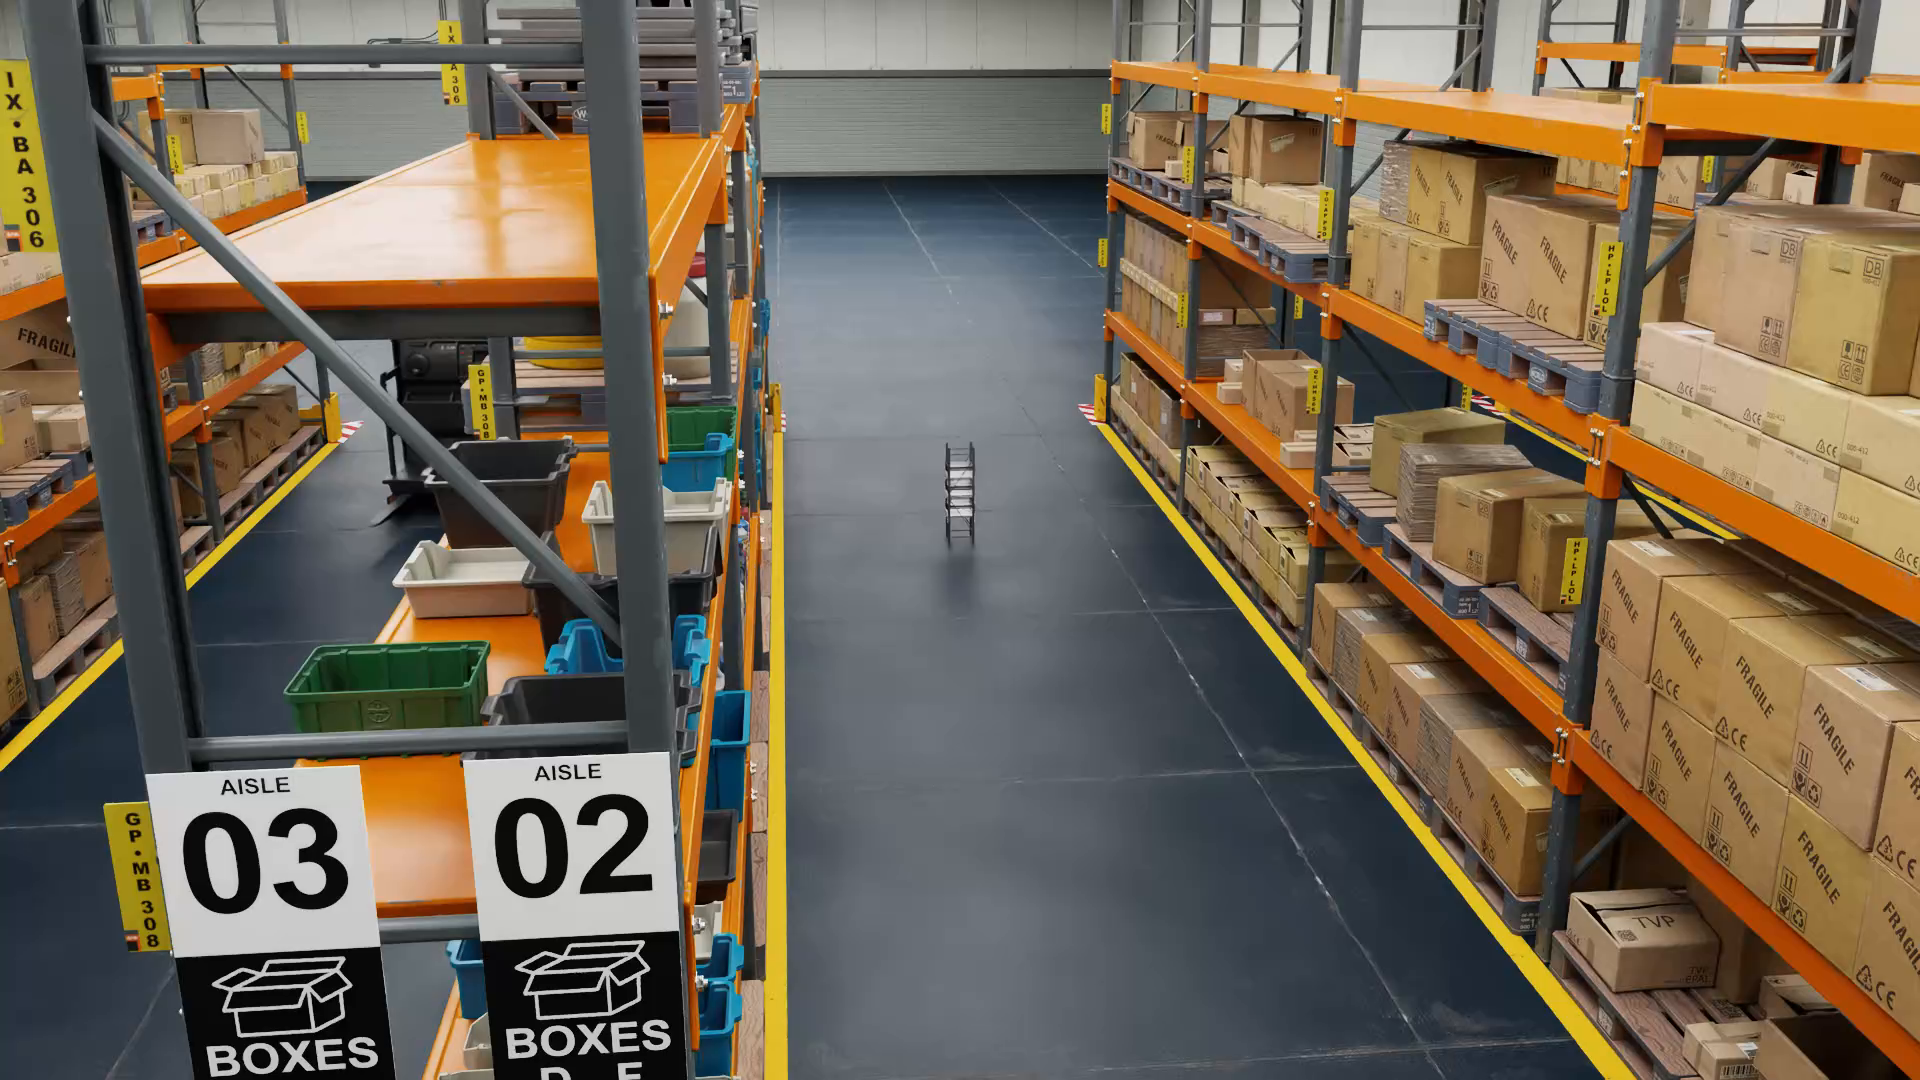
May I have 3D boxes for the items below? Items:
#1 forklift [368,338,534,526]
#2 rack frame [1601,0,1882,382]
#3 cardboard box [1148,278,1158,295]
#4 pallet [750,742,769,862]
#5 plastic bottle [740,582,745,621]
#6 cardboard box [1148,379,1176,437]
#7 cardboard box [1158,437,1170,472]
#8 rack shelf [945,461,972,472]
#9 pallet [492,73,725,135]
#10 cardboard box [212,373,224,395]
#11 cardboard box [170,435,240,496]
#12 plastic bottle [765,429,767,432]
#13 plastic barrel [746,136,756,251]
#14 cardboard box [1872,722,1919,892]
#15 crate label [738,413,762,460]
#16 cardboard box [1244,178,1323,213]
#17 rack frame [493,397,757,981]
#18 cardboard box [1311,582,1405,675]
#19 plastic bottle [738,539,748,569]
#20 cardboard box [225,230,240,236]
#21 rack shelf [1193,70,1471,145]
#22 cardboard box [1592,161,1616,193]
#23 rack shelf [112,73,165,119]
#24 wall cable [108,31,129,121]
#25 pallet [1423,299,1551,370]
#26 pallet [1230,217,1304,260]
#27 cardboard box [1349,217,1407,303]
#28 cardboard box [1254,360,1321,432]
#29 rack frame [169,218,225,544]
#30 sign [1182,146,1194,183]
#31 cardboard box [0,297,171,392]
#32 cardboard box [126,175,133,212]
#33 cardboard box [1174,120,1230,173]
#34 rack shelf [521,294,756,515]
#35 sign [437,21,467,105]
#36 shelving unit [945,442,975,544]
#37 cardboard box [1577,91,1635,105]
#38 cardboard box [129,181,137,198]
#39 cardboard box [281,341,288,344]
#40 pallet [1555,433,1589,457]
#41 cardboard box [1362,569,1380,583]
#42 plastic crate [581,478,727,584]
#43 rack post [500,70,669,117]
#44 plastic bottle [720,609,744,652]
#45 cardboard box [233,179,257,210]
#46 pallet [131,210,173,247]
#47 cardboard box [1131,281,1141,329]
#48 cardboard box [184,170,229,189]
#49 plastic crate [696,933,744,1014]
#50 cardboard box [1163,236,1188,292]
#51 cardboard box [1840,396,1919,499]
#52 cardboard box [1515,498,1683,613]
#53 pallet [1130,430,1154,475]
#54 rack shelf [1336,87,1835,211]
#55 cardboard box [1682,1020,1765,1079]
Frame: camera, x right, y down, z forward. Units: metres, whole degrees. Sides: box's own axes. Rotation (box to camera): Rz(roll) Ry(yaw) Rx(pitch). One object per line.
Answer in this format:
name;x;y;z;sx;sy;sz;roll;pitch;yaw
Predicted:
forklift;-4.977;-1.767;15.986;1.130;2.935;3.031;0;17;0
rack frame;3.445;-2.179;7.169;1.000;3.000;0.127;-2;18;-6
cardboard box;2.192;-2.668;17.491;0.380;0.149;0.250;-2;18;-5
pallet;-1.649;1.570;9.898;1.003;0.211;1.213;-2;18;-6
plastic bottle;-1.265;0.337;9.383;0.097;0.271;0.097;0;17;0
cardboard box;2.260;-1.377;17.264;0.500;0.500;0.500;-2;18;-6
cardboard box;2.313;-0.870;16.902;0.500;0.250;0.500;-2;18;-6
rack shelf;0.001;-0.653;15.037;0.258;0.077;0.200;-2;18;-6
pallet;-1.598;-1.992;7.555;1.003;0.211;1.213;-2;18;-6
cardboard box;-6.969;-1.424;15.198;0.380;0.149;0.250;-2;18;-6
cardboard box;-7.302;-0.694;15.926;0.500;0.500;0.500;4;18;12
plastic bottle;-2.064;-1.087;17.504;0.061;0.283;0.133;-1;17;-4
plastic barrel;-1.904;-2.685;12.948;0.600;0.901;0.708;-2;18;-6
cardboard box;3.427;0.921;5.473;0.500;0.500;0.500;-1;17;-4
crate label;-1.728;-0.678;12.344;0.502;0.435;0.616;-2;18;-6
cardboard box;2.734;-2.913;14.063;0.500;0.250;0.500;-3;18;-11
rack frame;-1.482;0.835;7.583;1.000;3.000;0.127;-2;18;-6
cardboard box;2.795;0.618;11.712;0.500;0.500;0.500;-1;17;-3
plastic bottle;-1.361;0.094;10.275;0.097;0.201;0.097;0;17;0
cardboard box;-7.286;-2.949;17.303;0.500;0.500;0.500;-2;18;-6
rack shelf;2.826;-3.433;13.030;1.077;0.370;4.000;-2;18;-6
cardboard box;7.074;-3.953;17.625;0.500;0.500;0.500;-1;17;-2
rack shelf;-7.027;-3.128;12.059;1.077;0.370;4.000;-2;18;-6
wall cable;-25.348;-13.129;47.230;3.097;2.526;0.112;-2;18;-6
pallet;3.338;-1.164;9.256;1.213;0.211;1.003;-2;18;-6
pallet;2.756;-2.383;13.139;1.003;0.211;1.213;-1;17;-3
cardboard box;3.111;-1.859;10.988;0.910;0.500;0.500;-2;18;-6
cardboard box;2.789;-1.213;13.939;0.500;0.500;0.500;-2;18;-6
rack frame;-7.234;-1.396;14.688;1.000;3.000;0.127;-2;18;-6
sign;2.068;-3.399;15.065;0.100;0.325;0.005;-2;18;-6
cardboard box;-7.291;-1.641;13.768;1.000;1.000;1.000;-2;18;-5
cardboard box;-7.284;-2.933;13.705;0.797;0.503;0.637;-3;18;-8
cardboard box;2.576;-3.943;16.686;0.797;0.503;0.637;0;17;0
rack shelf;-1.688;-0.849;9.140;1.077;0.370;4.000;-2;18;-6
sign;-2.029;-1.911;6.664;0.100;0.325;0.005;-2;18;-6
shelving unit;0.001;-0.427;15.108;0.258;0.900;0.210;-2;18;-6
cardboard box;6.998;-4.586;17.974;0.500;0.500;0.500;-1;17;-4
cardboard box;-7.491;-3.116;14.744;0.380;0.149;0.250;-2;17;-5
cardboard box;-7.299;-2.167;17.563;0.380;0.149;0.250;-2;18;-6
pallet;7.314;-1.088;18.362;1.003;0.211;1.213;-2;18;-6
cardboard box;3.271;0.170;12.654;0.500;0.311;0.500;-1;17;-4
plastic crate;-0.991;-0.018;5.490;0.437;0.282;0.530;-2;18;-6
rack post;-1.817;-2.388;8.668;0.937;0.300;0.954;0;17;0
plastic bottle;-1.246;0.468;8.958;0.152;0.276;0.135;-2;18;-6
cardboard box;-7.188;-3.360;16.187;0.500;0.250;0.500;-2;18;-7
pallet;-7.276;-2.550;13.671;1.213;0.211;1.003;-2;18;-6
cardboard box;2.302;-2.644;18.498;0.700;0.500;0.500;-1;17;-4
cardboard box;-7.072;-3.364;15.536;0.380;0.149;0.250;-2;18;-7
plastic crate;-0.934;1.512;5.605;0.416;0.233;0.300;-2;18;-6
cardboard box;2.464;-2.799;16.825;0.700;0.500;0.500;-2;18;-6
cardboard box;3.394;-0.316;5.655;0.500;0.250;0.500;-2;18;-6
cardboard box;3.485;0.084;9.107;0.700;0.500;0.500;1;17;3
pallet;2.451;-0.973;17.996;1.003;0.211;1.213;-2;18;-6
rack shelf;3.239;-2.241;9.234;1.077;0.370;4.000;-2;18;-6
cardboard box;3.373;2.214;7.186;0.380;0.166;0.250;-2;18;-6
